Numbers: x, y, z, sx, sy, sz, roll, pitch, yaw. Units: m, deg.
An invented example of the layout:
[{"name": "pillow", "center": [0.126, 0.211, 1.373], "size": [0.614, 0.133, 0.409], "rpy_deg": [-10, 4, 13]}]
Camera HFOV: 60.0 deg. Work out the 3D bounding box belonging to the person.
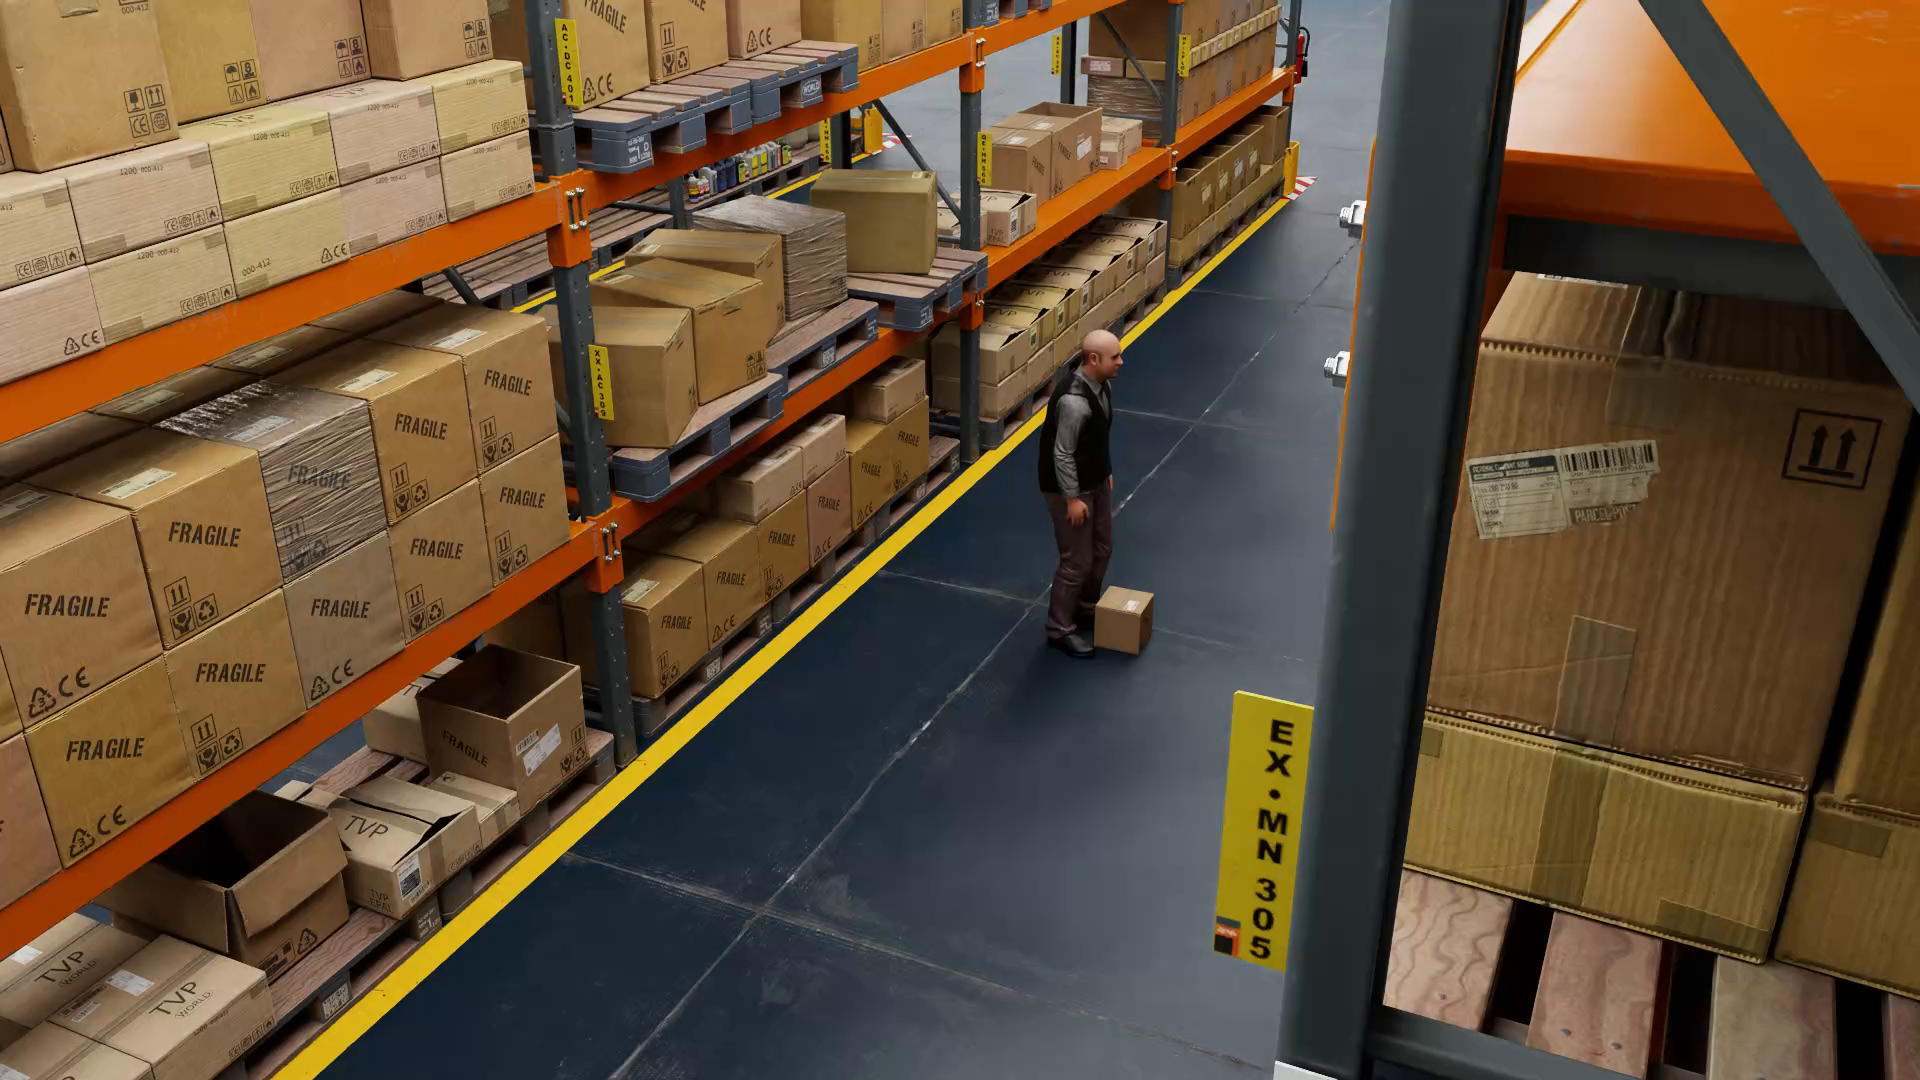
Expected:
[{"name": "person", "center": [0.648, -0.275, 8.705], "size": [0.463, 1.721, 0.589], "rpy_deg": [10, 28, 20]}]
